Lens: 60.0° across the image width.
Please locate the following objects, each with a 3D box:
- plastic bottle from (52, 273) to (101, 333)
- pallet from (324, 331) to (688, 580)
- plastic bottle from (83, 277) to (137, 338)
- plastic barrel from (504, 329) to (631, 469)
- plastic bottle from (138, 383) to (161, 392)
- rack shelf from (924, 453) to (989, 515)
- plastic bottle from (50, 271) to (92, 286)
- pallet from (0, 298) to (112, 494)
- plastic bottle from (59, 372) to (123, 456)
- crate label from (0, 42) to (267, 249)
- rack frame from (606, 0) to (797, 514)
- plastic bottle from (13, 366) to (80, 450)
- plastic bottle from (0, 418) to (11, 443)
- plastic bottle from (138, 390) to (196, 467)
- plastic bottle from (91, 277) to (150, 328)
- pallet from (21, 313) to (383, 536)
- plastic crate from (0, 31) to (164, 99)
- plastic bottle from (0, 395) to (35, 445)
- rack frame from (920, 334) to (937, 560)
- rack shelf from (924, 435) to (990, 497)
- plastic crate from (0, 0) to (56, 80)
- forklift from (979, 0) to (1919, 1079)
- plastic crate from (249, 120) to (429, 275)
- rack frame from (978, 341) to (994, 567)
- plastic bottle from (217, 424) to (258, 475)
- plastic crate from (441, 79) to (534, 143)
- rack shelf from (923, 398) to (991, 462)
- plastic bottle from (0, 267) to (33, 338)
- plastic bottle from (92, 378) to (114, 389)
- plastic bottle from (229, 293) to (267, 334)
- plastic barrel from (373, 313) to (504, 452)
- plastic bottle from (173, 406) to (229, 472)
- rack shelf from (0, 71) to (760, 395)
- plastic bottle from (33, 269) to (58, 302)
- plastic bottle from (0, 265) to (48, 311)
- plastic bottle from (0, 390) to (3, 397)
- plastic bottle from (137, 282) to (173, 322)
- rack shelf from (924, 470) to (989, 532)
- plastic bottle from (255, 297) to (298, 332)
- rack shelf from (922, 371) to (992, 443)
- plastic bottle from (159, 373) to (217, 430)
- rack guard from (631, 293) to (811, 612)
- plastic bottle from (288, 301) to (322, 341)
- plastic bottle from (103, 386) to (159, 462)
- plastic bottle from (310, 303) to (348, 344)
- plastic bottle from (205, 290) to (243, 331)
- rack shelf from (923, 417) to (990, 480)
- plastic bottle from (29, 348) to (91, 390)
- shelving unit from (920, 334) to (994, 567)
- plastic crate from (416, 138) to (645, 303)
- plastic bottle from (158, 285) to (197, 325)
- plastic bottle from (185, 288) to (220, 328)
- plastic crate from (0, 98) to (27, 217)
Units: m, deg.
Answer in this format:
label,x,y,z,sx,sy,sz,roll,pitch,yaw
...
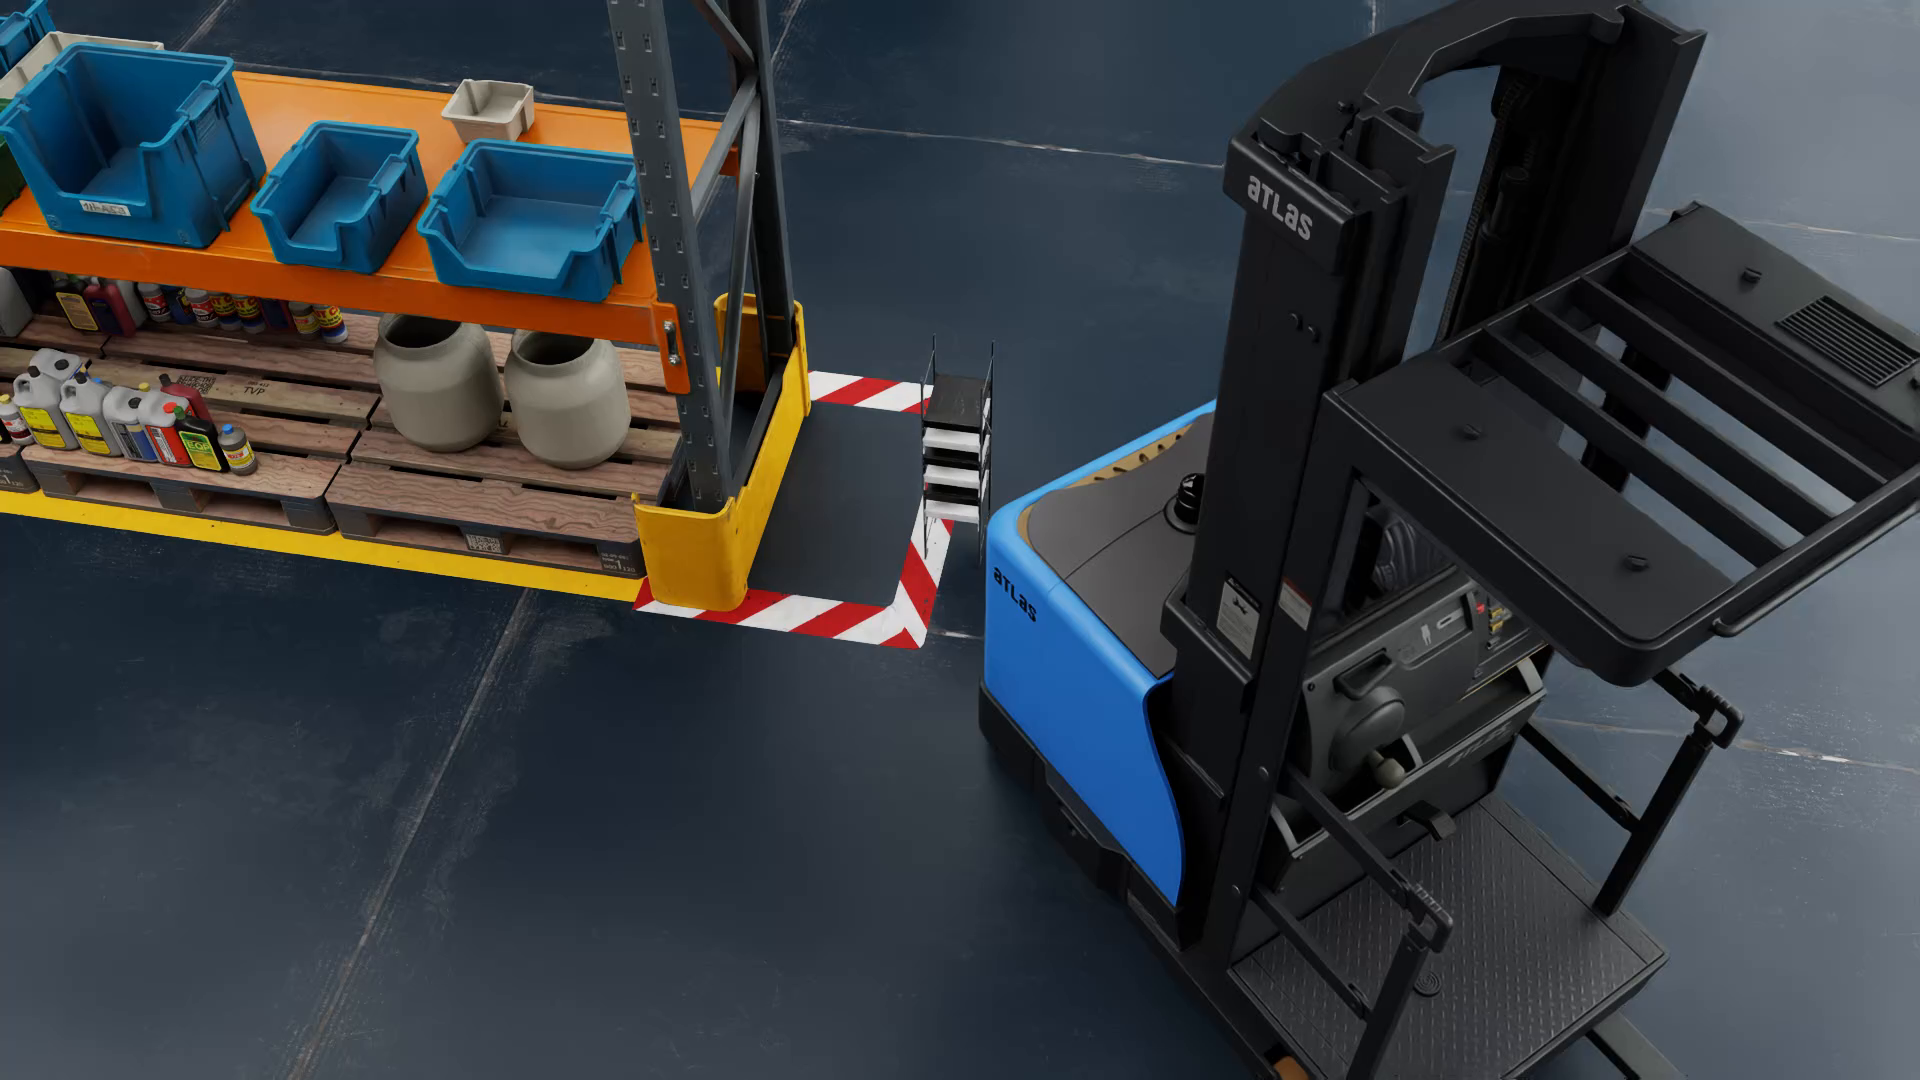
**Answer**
label,x,y,z,sx,sy,sz,roll,pitch,yaw
plastic bottle,-3.521,-0.957,6.623,0.133,0.283,0.061,8,49,7
pallet,-1.665,-0.364,6.435,1.213,0.211,1.003,8,49,7
plastic bottle,-3.387,-0.933,6.602,0.133,0.283,0.061,8,49,7
plastic barrel,-1.444,-0.549,6.117,0.421,0.512,0.421,0,48,0
plastic bottle,-3.044,-0.508,6.276,0.097,0.201,0.097,0,48,0
rack shelf,-0.008,-0.219,6.008,0.200,0.077,0.258,8,49,7
plastic bottle,-3.528,-1.058,6.669,0.185,0.351,0.144,7,48,7
pallet,-4.066,-0.687,6.725,1.213,0.211,1.003,8,49,7
plastic bottle,-3.212,-0.484,6.153,0.185,0.351,0.144,9,49,8
crate label,-2.642,-1.266,5.348,0.616,0.435,0.502,8,49,7
rack frame,-0.783,-1.209,5.320,0.127,3.000,1.000,8,49,7
plastic bottle,-3.395,-0.508,6.175,0.185,0.351,0.144,7,48,7
plastic bottle,-3.658,-0.490,6.204,0.133,0.283,0.061,10,49,9
plastic bottle,-2.911,-0.421,6.147,0.135,0.276,0.152,8,49,7
plastic bottle,-3.368,-1.008,6.675,0.135,0.276,0.152,8,49,8
pallet,-2.862,-0.527,6.582,1.213,0.211,1.003,8,49,7
plastic crate,-3.076,-1.621,5.867,0.437,0.136,0.530,8,49,7
plastic bottle,-3.539,-0.460,6.232,0.097,0.201,0.097,0,48,0
rack frame,-0.108,-0.315,5.928,0.006,0.900,0.240,8,49,7
rack shelf,-0.008,-0.280,5.941,0.200,0.077,0.258,8,49,7
plastic crate,-3.582,-1.741,5.898,0.616,0.251,0.499,8,49,7
forklift,1.308,0.369,3.948,1.130,2.935,3.031,-27,53,-22
plastic crate,-1.967,-1.097,5.319,0.408,0.251,0.499,8,49,7
rack frame,0.092,-0.288,5.904,0.006,0.900,0.240,8,49,7
plastic bottle,-2.668,-0.343,6.127,0.097,0.201,0.097,0,48,0
plastic crate,-1.607,-1.475,5.736,0.250,0.136,0.298,8,49,7
rack shelf,-0.008,-0.400,5.807,0.200,0.077,0.258,8,49,7
plastic bottle,-3.847,-0.964,6.635,0.135,0.276,0.152,8,49,7
plastic bottle,-3.233,-0.528,6.293,0.097,0.201,0.097,0,48,0
plastic bottle,-2.849,-0.957,6.632,0.097,0.271,0.097,0,48,0
plastic barrel,-1.938,-0.615,6.177,0.421,0.512,0.421,0,48,0
plastic bottle,-2.787,-0.372,6.098,0.133,0.283,0.061,9,49,8
rack shelf,-2.751,-1.233,5.825,4.000,0.370,1.077,8,49,7
plastic bottle,-3.678,-1.087,6.740,0.133,0.283,0.061,11,49,9
plastic bottle,-3.845,-1.100,6.707,0.185,0.351,0.144,5,48,5
plastic bottle,-3.662,-0.546,6.262,0.097,0.271,0.097,0,48,0
plastic bottle,-3.247,-0.988,6.706,0.097,0.201,0.097,0,48,0
rack shelf,-0.008,-0.159,6.075,0.200,0.077,0.258,8,49,7
plastic bottle,-2.731,-0.959,6.626,0.133,0.283,0.061,8,49,7
rack shelf,-0.008,-0.460,5.740,0.200,0.077,0.258,8,49,7
plastic bottle,-2.893,-0.502,6.215,0.133,0.283,0.061,8,49,7
rack guard,-0.866,-0.349,6.228,0.348,0.500,1.175,8,49,7
plastic bottle,-2.614,-0.902,6.630,0.097,0.201,0.097,0,48,0
plastic bottle,-3.048,-0.440,6.164,0.135,0.276,0.152,6,48,6
plastic bottle,-2.512,-0.912,6.591,0.097,0.271,0.097,0,48,0
plastic bottle,-2.948,-0.971,6.644,0.097,0.271,0.097,0,48,0
rack shelf,-0.008,-0.340,5.874,0.200,0.077,0.258,8,49,7
plastic bottle,-3.393,-0.595,6.303,0.135,0.276,0.152,8,49,7
shelving unit,-0.008,-0.302,5.916,0.210,0.900,0.258,8,49,7
plastic crate,-1.329,-1.007,5.238,0.616,0.251,0.499,8,49,7
plastic bottle,-3.147,-0.998,6.668,0.097,0.271,0.097,0,48,0
plastic bottle,-3.045,-0.960,6.682,0.097,0.201,0.097,0,48,0
plastic crate,-3.434,-1.281,5.527,0.662,0.188,0.450,8,49,7
